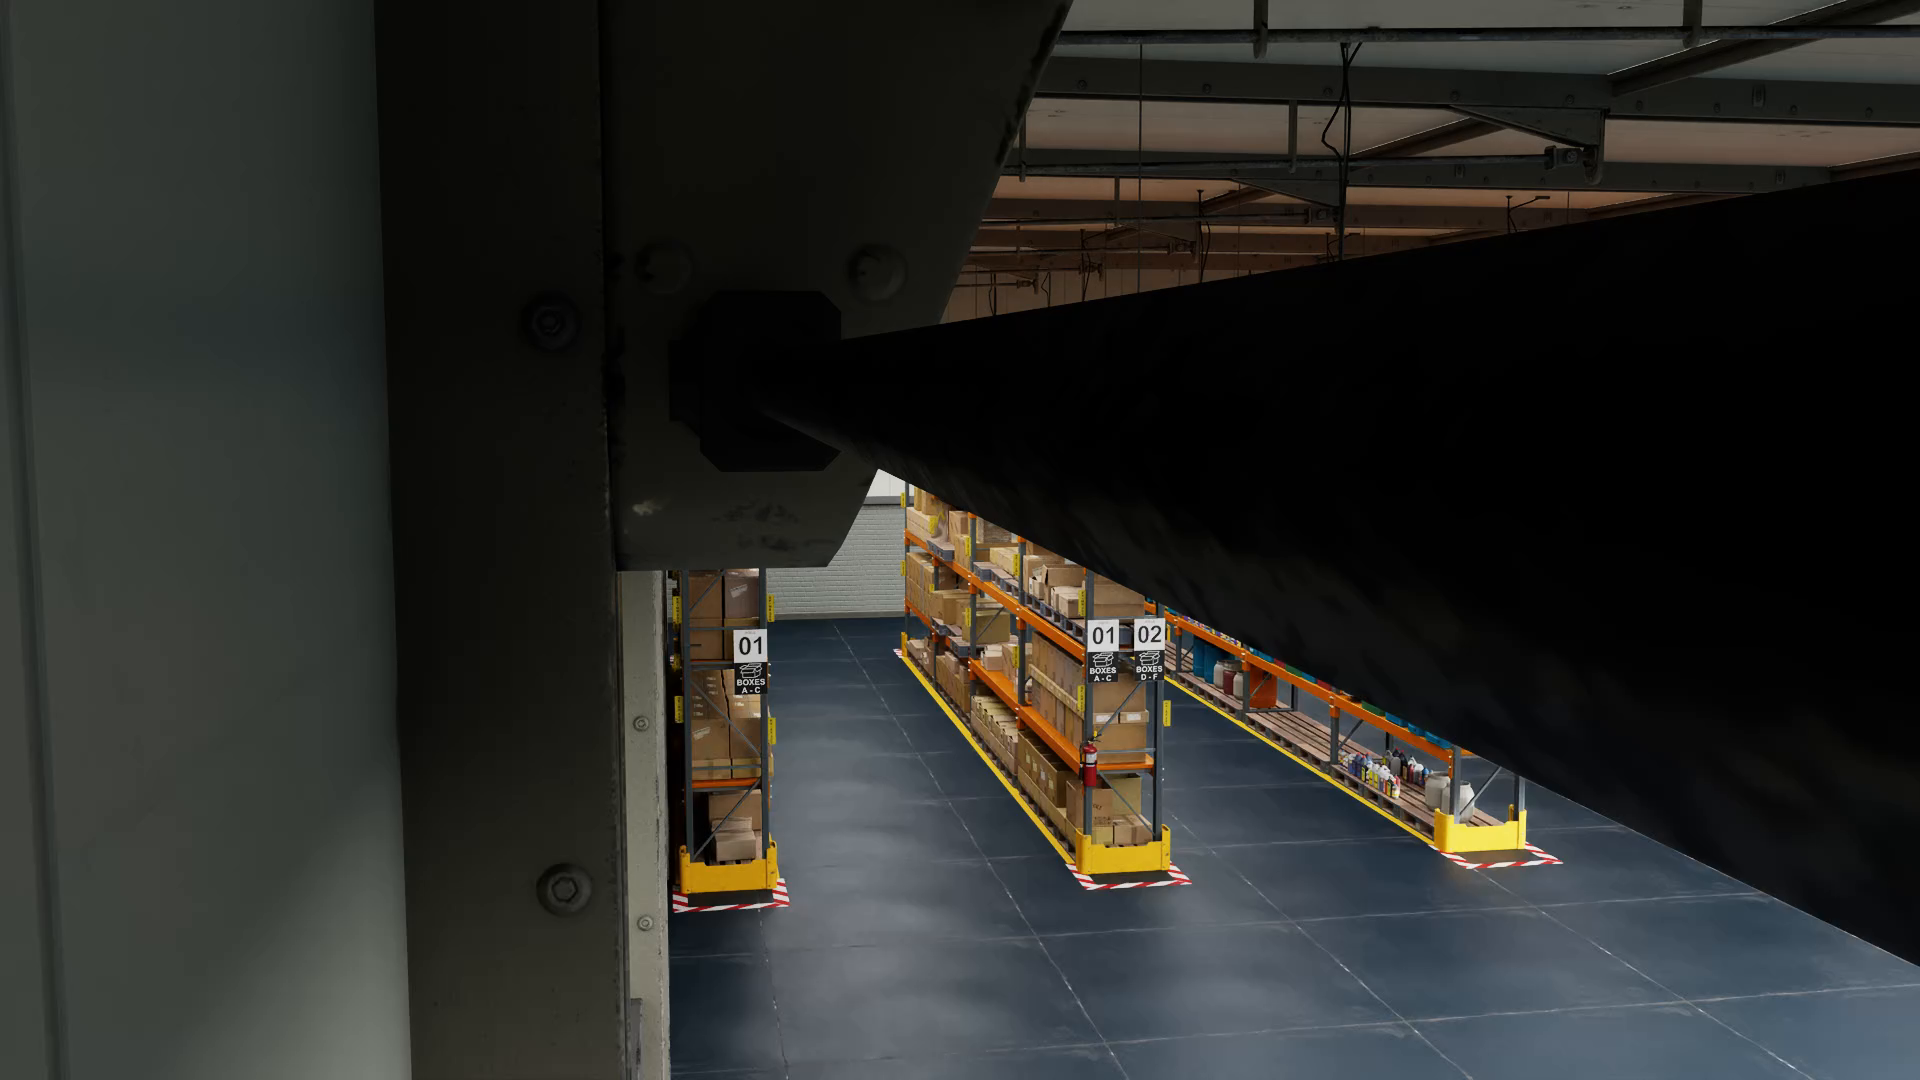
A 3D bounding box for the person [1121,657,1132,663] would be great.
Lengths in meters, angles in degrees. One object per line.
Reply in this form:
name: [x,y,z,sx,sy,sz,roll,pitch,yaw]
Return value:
person: [2.965,2.049,30.510,0.591,1.662,0.515,-3,7,-26]
